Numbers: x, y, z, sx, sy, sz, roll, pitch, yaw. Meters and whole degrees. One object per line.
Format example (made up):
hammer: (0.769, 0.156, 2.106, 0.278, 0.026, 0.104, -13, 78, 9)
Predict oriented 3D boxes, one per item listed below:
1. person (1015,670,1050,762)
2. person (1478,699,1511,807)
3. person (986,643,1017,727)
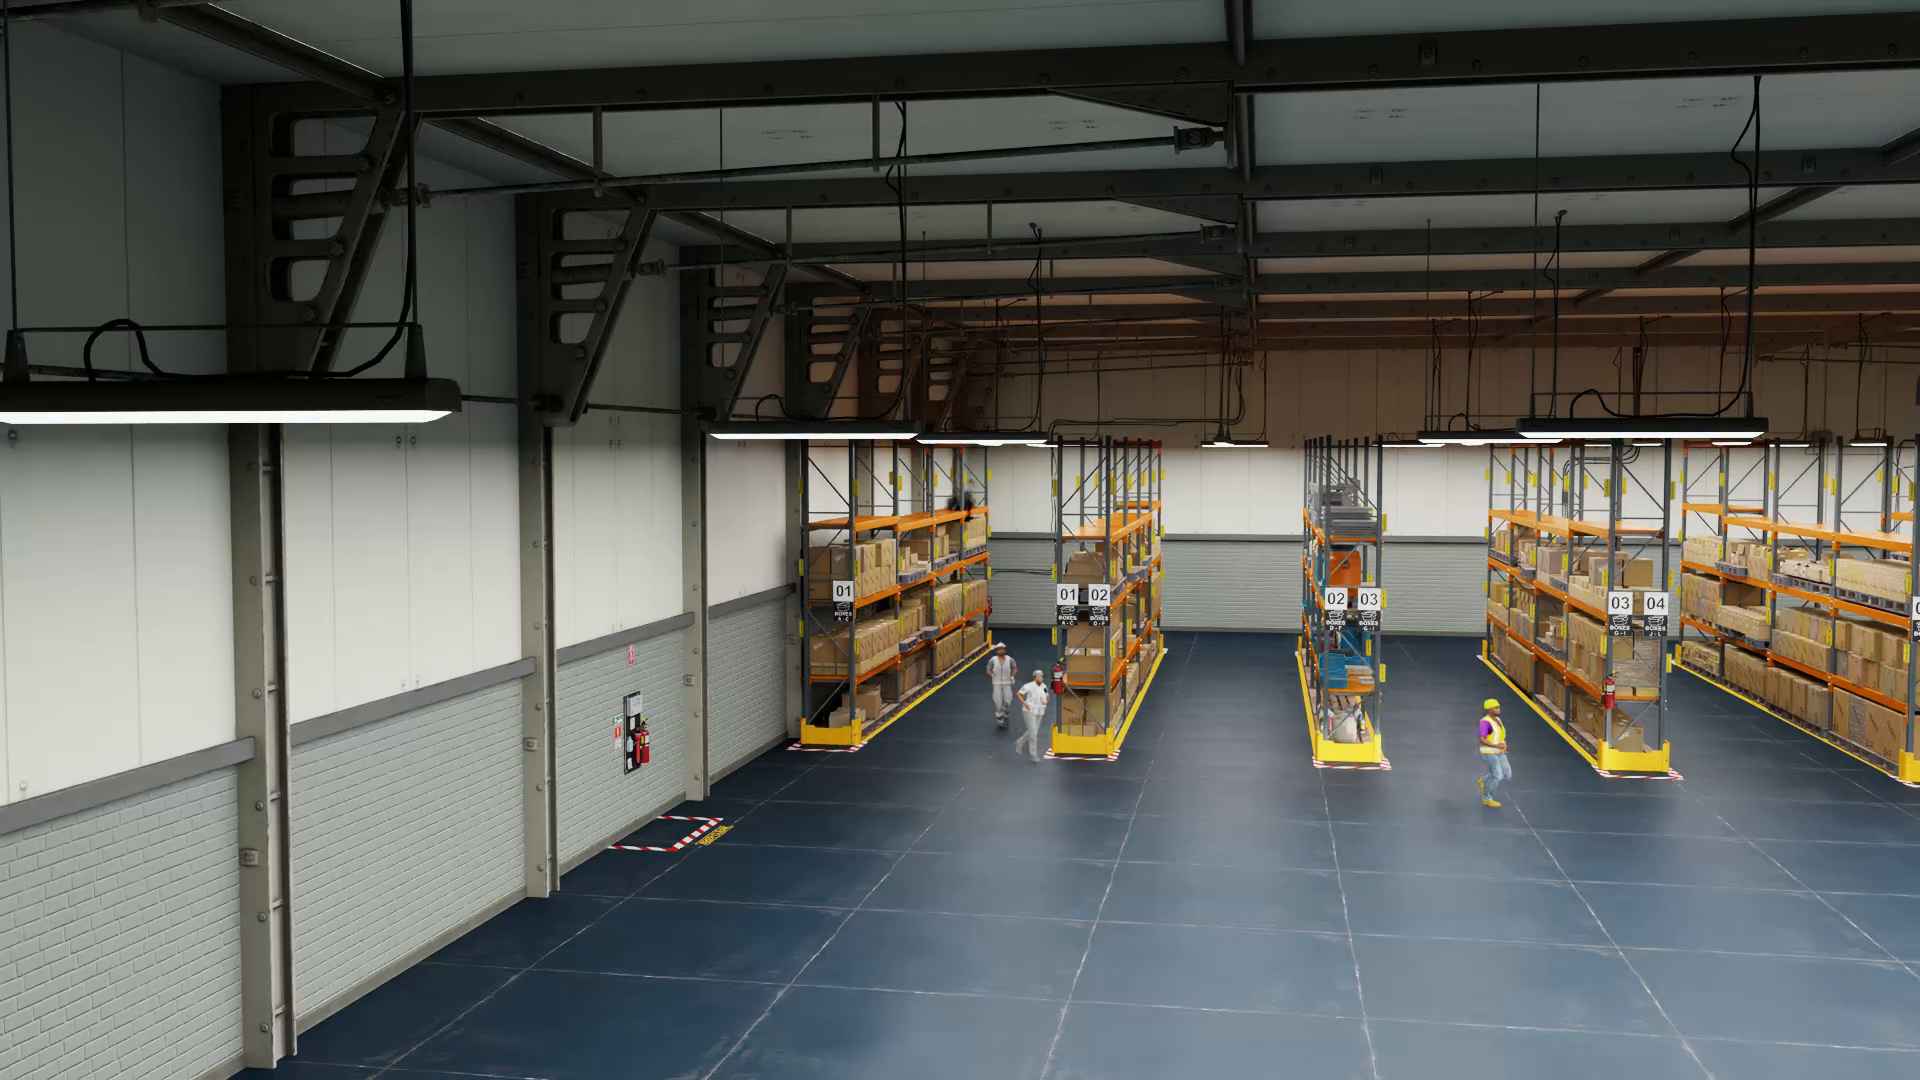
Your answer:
person: (1.373, 3.248, 30.942, 0.626, 1.674, 0.862, -2, 4, -35)
person: (8.579, 3.416, 26.731, 0.582, 1.723, 0.700, 3, 4, 40)
person: (0.868, 2.989, 34.151, 0.643, 1.741, 0.581, 0, 3, -1)
